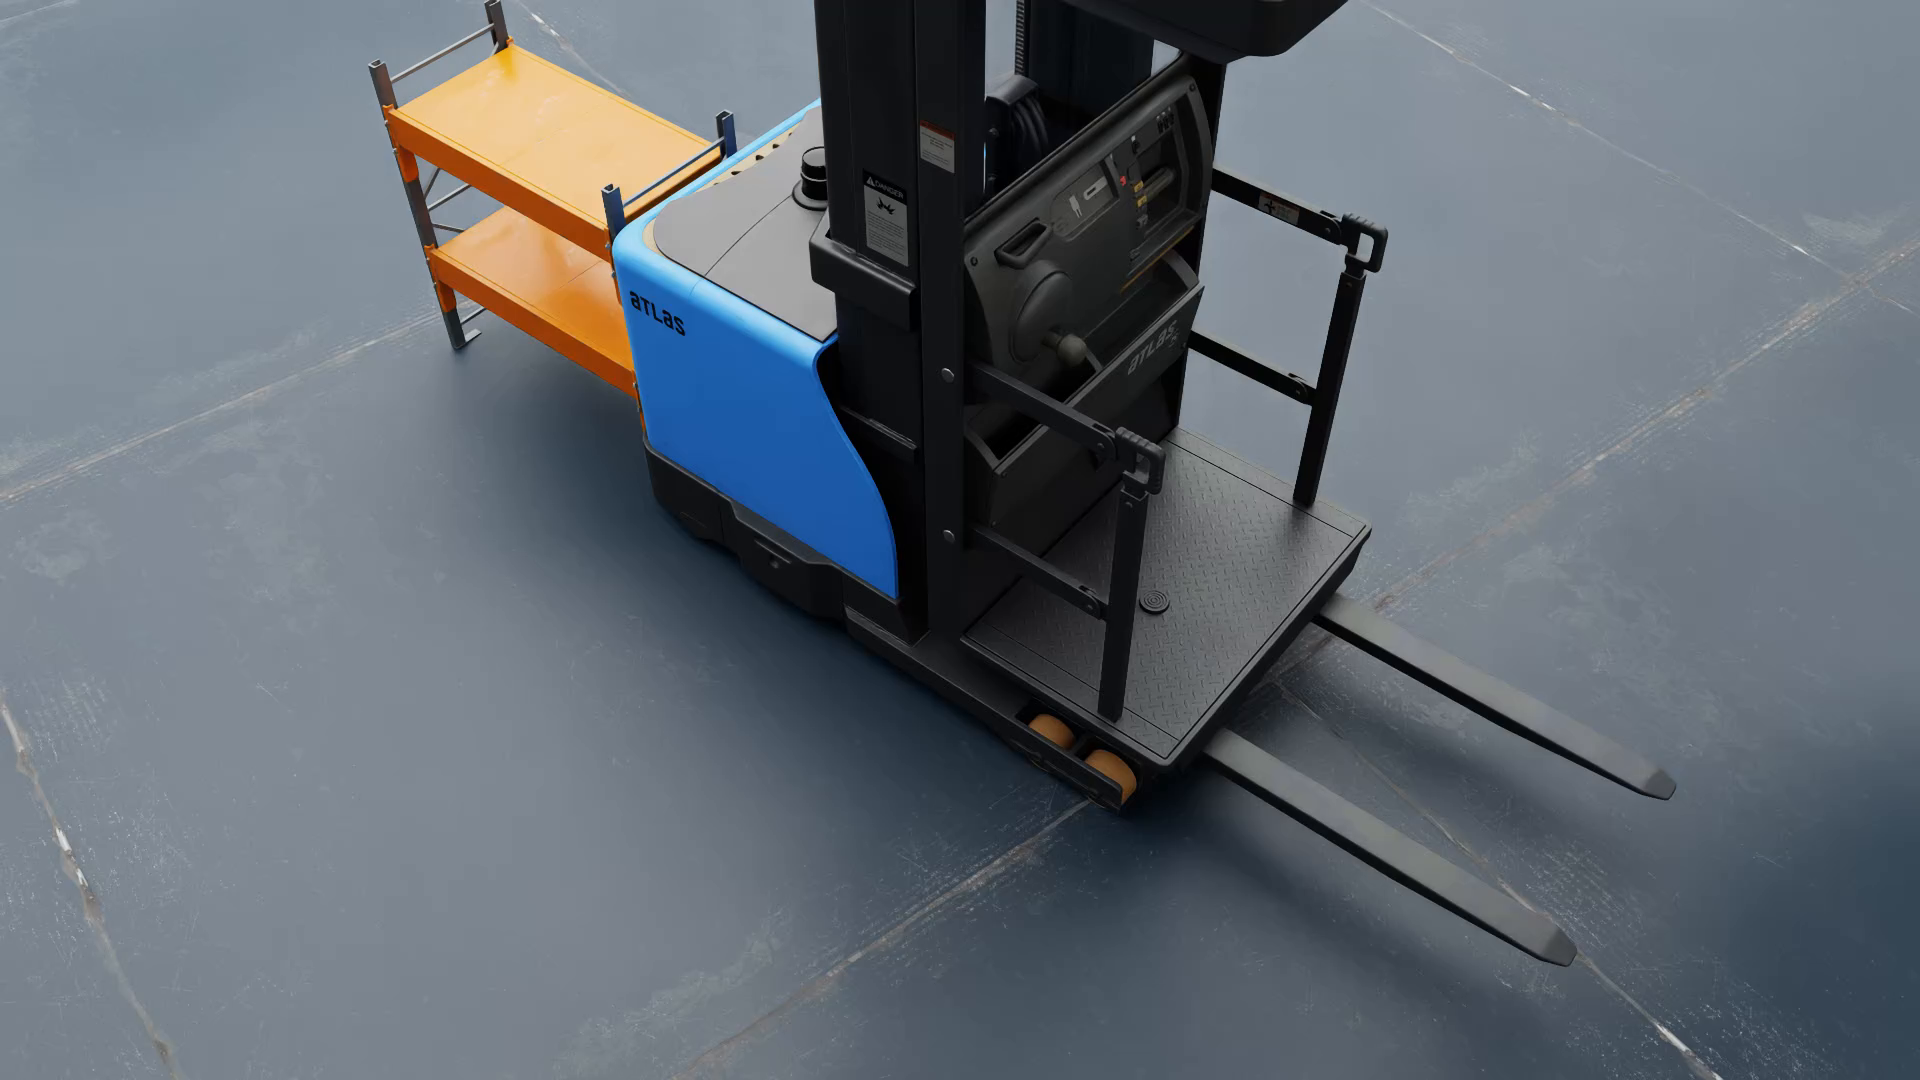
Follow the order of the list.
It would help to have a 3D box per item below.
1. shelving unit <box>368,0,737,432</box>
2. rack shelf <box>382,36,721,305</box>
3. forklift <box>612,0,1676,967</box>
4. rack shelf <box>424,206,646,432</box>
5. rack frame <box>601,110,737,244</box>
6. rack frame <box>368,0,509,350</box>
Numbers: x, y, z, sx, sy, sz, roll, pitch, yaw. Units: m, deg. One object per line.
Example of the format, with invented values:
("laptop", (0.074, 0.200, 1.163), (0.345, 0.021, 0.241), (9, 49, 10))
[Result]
("shelving unit", (-1.229, -0.967, 5.367), (1.048, 1.125, 0.538), (30, 55, 25))
("rack shelf", (-1.229, -1.164, 5.151), (1.000, 0.278, 0.538), (30, 55, 25))
("forklift", (0.491, -0.695, 3.902), (3.031, 2.935, 1.130), (30, 55, 25))
("rack shelf", (-1.229, -0.803, 5.549), (1.000, 0.278, 0.538), (30, 55, 25))
("rack frame", (-0.831, -0.733, 5.156), (0.032, 1.125, 0.500), (30, 55, 25))
("rack frame", (-1.628, -1.201, 5.579), (0.032, 1.125, 0.500), (30, 55, 25))
